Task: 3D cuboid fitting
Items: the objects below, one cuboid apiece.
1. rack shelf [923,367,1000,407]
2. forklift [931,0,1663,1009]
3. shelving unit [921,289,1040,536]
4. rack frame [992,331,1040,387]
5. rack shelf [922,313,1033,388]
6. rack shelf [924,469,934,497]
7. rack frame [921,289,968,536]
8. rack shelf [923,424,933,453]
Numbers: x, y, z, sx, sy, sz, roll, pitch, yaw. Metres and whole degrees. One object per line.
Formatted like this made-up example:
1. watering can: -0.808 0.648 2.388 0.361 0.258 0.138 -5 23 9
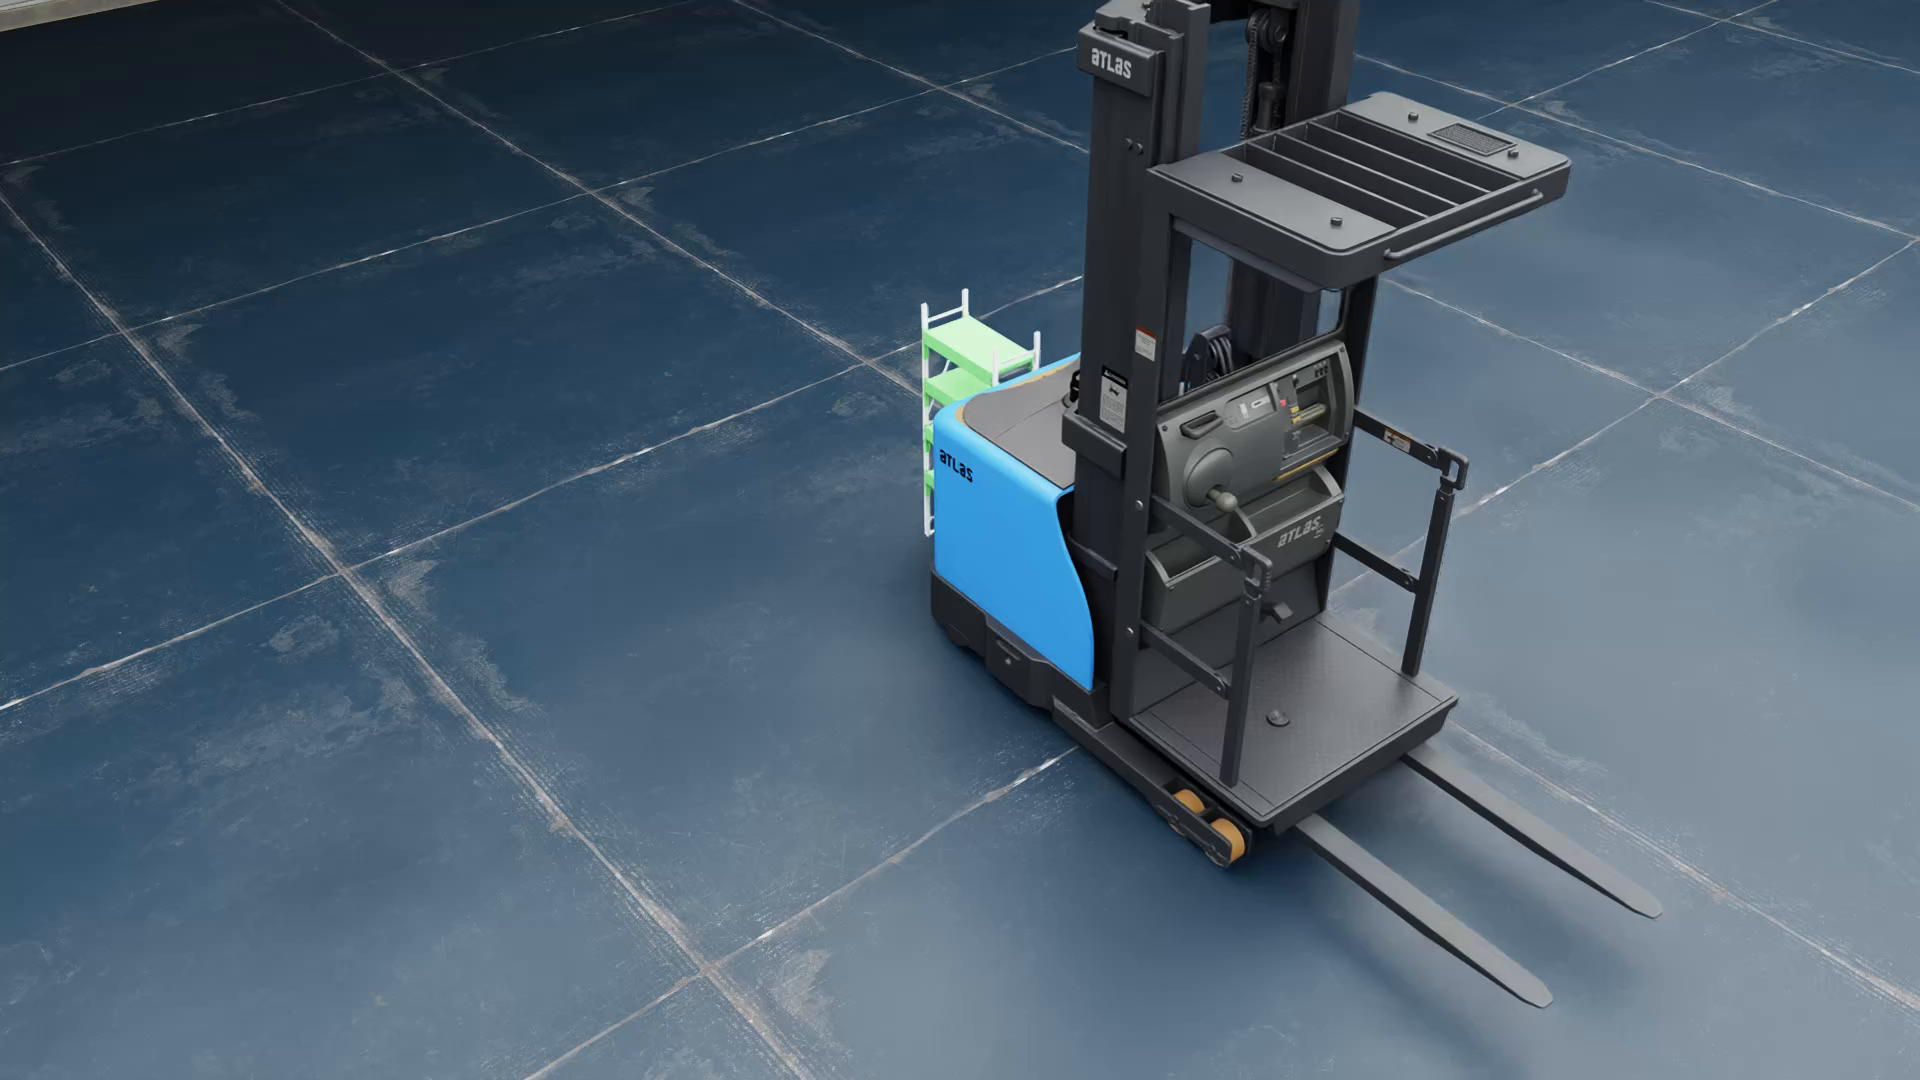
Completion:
1. rack shelf: 0.083 -0.586 7.234 0.258 0.148 0.480 -24 42 -30
2. forklift: 1.179 -0.337 5.690 1.130 2.935 3.031 -24 42 -30
3. shelving unit: 0.083 -0.442 7.336 0.258 1.200 0.503 -24 42 -30
4. rack frame: 0.232 -0.330 7.178 0.240 1.200 0.015 -24 42 -30
5. rack shelf: 0.083 -0.782 7.096 0.258 0.148 0.480 -24 42 -30
6. rack shelf: 0.083 -0.194 7.512 0.258 0.148 0.480 -24 42 -30
7. rack frame: -0.065 -0.554 7.494 0.240 1.200 0.015 -24 42 -30
8. rack shelf: 0.083 -0.390 7.373 0.258 0.148 0.480 -24 42 -30
